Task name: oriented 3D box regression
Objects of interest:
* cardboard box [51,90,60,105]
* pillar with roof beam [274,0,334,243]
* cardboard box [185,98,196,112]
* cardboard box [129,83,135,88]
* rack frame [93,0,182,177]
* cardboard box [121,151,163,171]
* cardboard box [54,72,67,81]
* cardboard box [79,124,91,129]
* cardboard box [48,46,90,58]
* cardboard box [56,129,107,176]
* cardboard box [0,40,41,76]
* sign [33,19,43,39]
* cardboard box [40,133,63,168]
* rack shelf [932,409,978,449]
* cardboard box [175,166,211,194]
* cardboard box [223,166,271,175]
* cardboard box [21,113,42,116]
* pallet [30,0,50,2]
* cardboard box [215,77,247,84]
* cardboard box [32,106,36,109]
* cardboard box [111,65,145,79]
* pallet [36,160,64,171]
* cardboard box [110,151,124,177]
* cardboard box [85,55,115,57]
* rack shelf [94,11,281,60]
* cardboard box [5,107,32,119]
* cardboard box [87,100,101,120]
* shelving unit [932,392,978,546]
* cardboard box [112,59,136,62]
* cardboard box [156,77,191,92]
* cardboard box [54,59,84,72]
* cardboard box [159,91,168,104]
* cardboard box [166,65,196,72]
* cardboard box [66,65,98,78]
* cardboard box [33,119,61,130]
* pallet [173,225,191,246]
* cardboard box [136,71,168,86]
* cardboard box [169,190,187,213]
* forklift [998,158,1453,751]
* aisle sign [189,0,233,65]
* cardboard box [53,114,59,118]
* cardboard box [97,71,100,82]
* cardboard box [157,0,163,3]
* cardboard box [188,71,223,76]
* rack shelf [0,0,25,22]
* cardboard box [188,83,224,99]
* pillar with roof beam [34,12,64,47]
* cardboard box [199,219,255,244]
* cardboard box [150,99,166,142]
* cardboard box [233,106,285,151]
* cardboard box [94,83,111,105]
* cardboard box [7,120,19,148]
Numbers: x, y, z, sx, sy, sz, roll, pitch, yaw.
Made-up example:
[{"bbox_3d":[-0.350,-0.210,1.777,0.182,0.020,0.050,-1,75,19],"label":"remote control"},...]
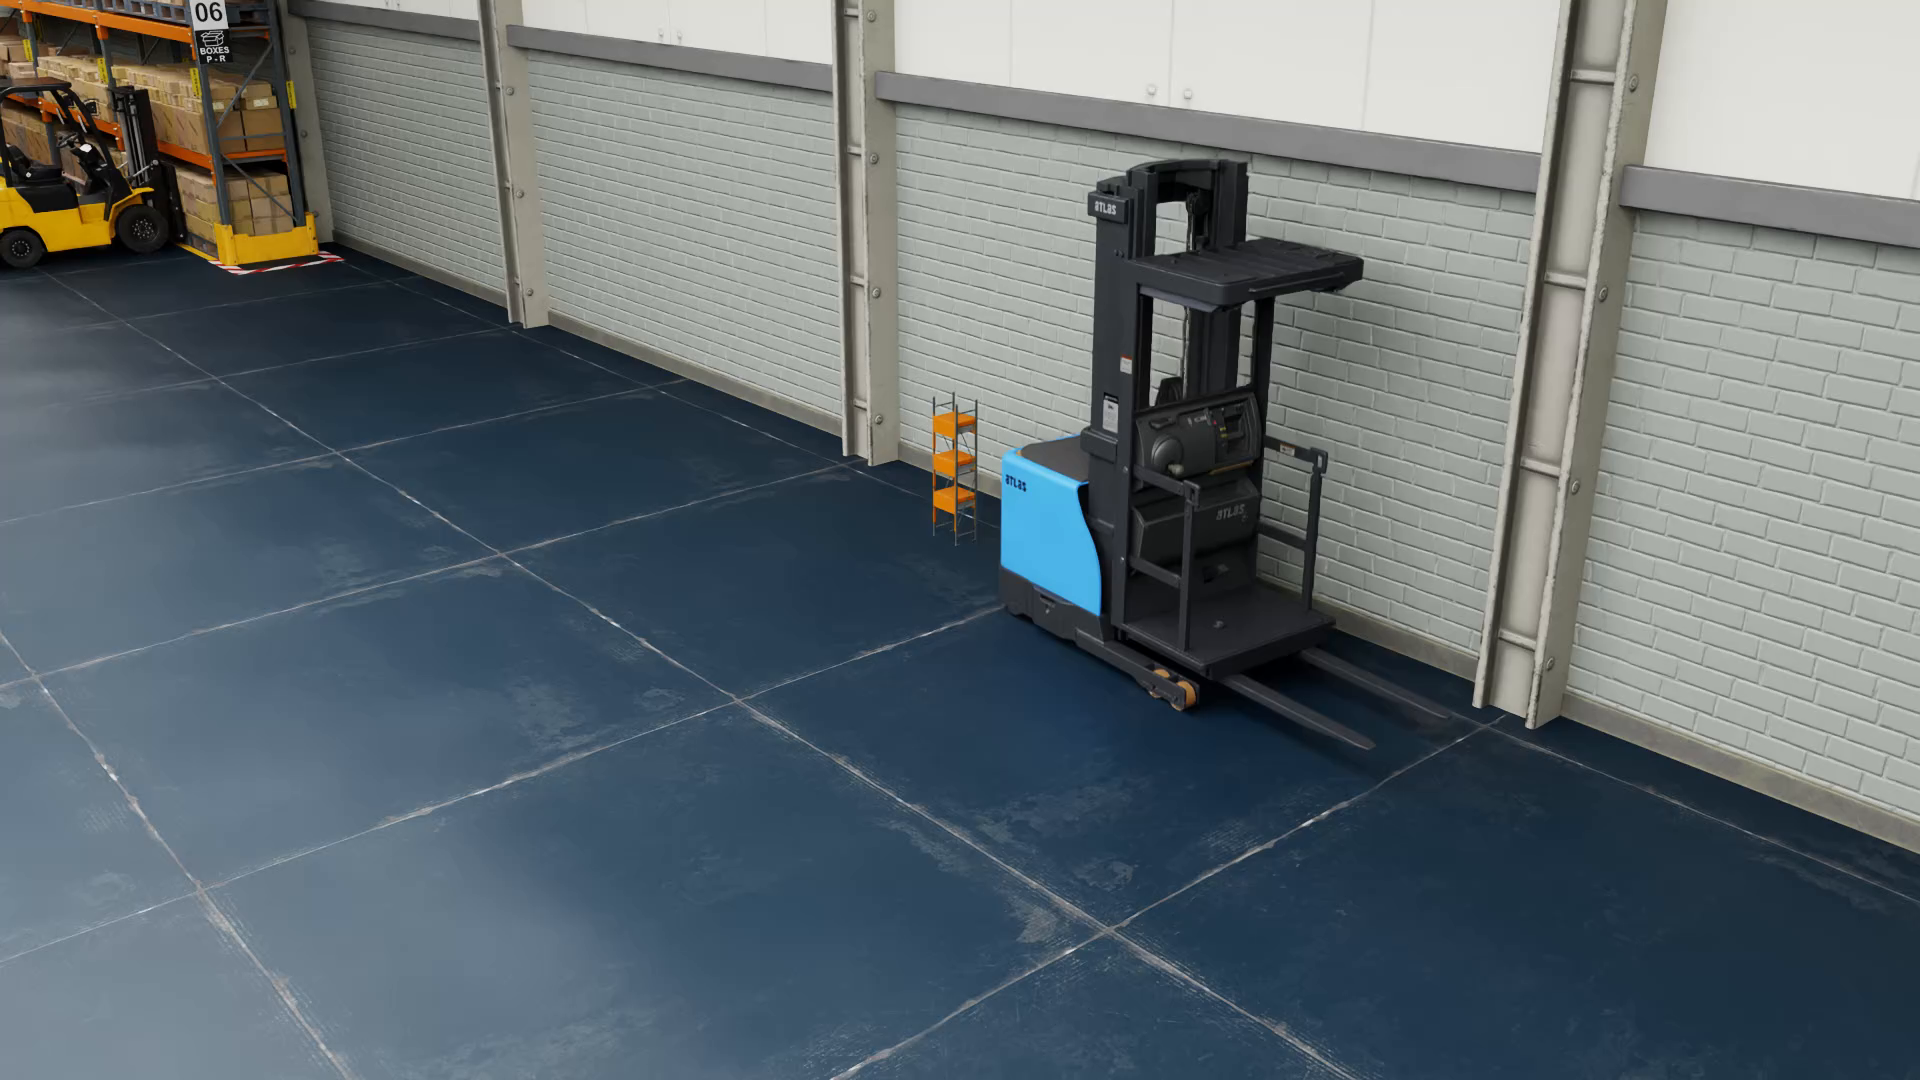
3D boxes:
[{"bbox_3d":[-13.584,-6.815,25.475,0.500,0.250,0.500,-18,28,-39],"label":"cardboard box"},{"bbox_3d":[-11.824,-7.171,17.952,9.100,9.000,0.400,-17,27,-37],"label":"pillar with roof beam"},{"bbox_3d":[-9.419,-5.436,20.724,0.380,0.149,0.250,-17,27,-37],"label":"cardboard box"},{"bbox_3d":[-10.927,-6.076,22.357,0.380,0.149,0.250,-17,27,-36],"label":"cardboard box"},{"bbox_3d":[-11.402,-6.100,23.446,1.000,3.000,0.127,-17,27,-37],"label":"rack frame"},{"bbox_3d":[-11.324,-5.273,23.156,0.500,0.250,0.500,-18,28,-38],"label":"cardboard box"},{"bbox_3d":[-13.255,-6.900,25.008,0.500,0.250,0.500,-18,28,-39],"label":"cardboard box"},{"bbox_3d":[-14.117,-6.757,27.086,0.380,0.149,0.250,-16,26,-35],"label":"cardboard box"},{"bbox_3d":[-14.231,-7.627,26.631,0.500,0.500,0.500,-16,26,-35],"label":"cardboard box"},{"bbox_3d":[-13.616,-6.120,26.176,0.875,0.625,0.625,-16,27,-36],"label":"cardboard box"},{"bbox_3d":[-15.627,-8.006,27.598,0.700,0.500,0.500,-18,27,-38],"label":"cardboard box"},{"bbox_3d":[-16.206,-8.983,29.218,0.100,0.325,0.005,-17,27,-37],"label":"sign"},{"bbox_3d":[-14.452,-6.303,26.814,0.500,0.500,0.500,-16,27,-36],"label":"cardboard box"},{"bbox_3d":[-0.035,-0.758,11.731,0.215,0.259,0.240,-17,27,-37],"label":"rack shelf"},{"bbox_3d":[-10.003,-4.706,21.708,0.500,0.250,0.500,-17,27,-37],"label":"cardboard box"},{"bbox_3d":[-9.290,-4.691,21.671,0.500,0.250,0.500,-17,27,-37],"label":"cardboard box"},{"bbox_3d":[-15.493,-7.068,27.879,0.380,0.149,0.250,-17,27,-37],"label":"cardboard box"},{"bbox_3d":[-13.502,-8.348,25.330,1.213,0.211,1.003,-16,26,-35],"label":"pallet"},{"bbox_3d":[-9.327,-5.848,21.366,0.380,0.149,0.250,-17,27,-37],"label":"cardboard box"},{"bbox_3d":[-15.989,-7.540,29.083,0.380,0.149,0.250,-17,27,-37],"label":"cardboard box"},{"bbox_3d":[-11.419,-6.429,22.850,0.380,0.149,0.250,-17,27,-36],"label":"cardboard box"},{"bbox_3d":[-14.472,-6.122,27.326,1.003,0.211,1.213,-17,27,-37],"label":"pallet"},{"bbox_3d":[-11.751,-5.331,24.163,0.875,0.625,0.625,-16,26,-35],"label":"cardboard box"},{"bbox_3d":[-13.392,-7.467,25.908,0.380,0.149,0.250,-17,27,-36],"label":"cardboard box"},{"bbox_3d":[-10.096,-6.609,21.619,1.077,0.370,4.000,-17,27,-37],"label":"rack shelf"},{"bbox_3d":[-16.176,-7.355,28.613,0.380,0.149,0.250,-19,28,-40],"label":"cardboard box"},{"bbox_3d":[-12.262,-6.245,24.021,0.500,0.250,0.500,-18,27,-38],"label":"cardboard box"},{"bbox_3d":[-0.035,-0.504,11.830,0.215,1.050,0.252,-17,27,-37],"label":"shelving unit"},{"bbox_3d":[-12.718,-7.189,25.200,0.380,0.149,0.250,-18,28,-38],"label":"cardboard box"},{"bbox_3d":[-10.093,-5.860,21.397,0.380,0.149,0.250,-17,27,-36],"label":"cardboard box"},{"bbox_3d":[-13.485,-7.188,25.197,0.380,0.149,0.250,-17,27,-37],"label":"cardboard box"},{"bbox_3d":[-10.085,-5.721,21.452,0.380,0.149,0.250,-17,27,-37],"label":"cardboard box"},{"bbox_3d":[-10.649,-6.422,22.833,0.380,0.149,0.250,-18,28,-38],"label":"cardboard box"},{"bbox_3d":[-12.881,-6.891,24.438,0.380,0.149,0.250,-18,28,-39],"label":"cardboard box"},{"bbox_3d":[-14.867,-6.766,27.109,0.380,0.149,0.250,-19,28,-39],"label":"cardboard box"},{"bbox_3d":[-10.114,-4.235,22.507,1.003,0.211,1.213,-17,27,-37],"label":"pallet"},{"bbox_3d":[-10.726,-6.149,22.135,0.380,0.149,0.250,-18,28,-38],"label":"cardboard box"},{"bbox_3d":[-10.018,-4.482,21.823,0.500,0.250,0.500,-18,28,-39],"label":"cardboard box"},{"bbox_3d":[1.511,-0.592,9.476,1.130,2.935,3.031,-15,26,-33],"label":"forklift"},{"bbox_3d":[-8.971,-6.117,19.925,0.394,0.787,0.004,-17,27,-37],"label":"aisle sign"},{"bbox_3d":[-15.002,-7.102,27.965,0.380,0.149,0.250,-17,27,-37],"label":"cardboard box"},{"bbox_3d":[-12.095,-6.637,23.791,0.380,0.149,0.250,-17,27,-37],"label":"cardboard box"},{"bbox_3d":[-9.727,-6.798,20.586,0.396,0.266,0.258,-17,27,-37],"label":"cardboard box"},{"bbox_3d":[-10.012,-6.132,22.093,0.380,0.149,0.250,-16,27,-36],"label":"cardboard box"},{"bbox_3d":[-15.318,-8.820,27.262,1.077,0.370,4.000,-17,27,-37],"label":"rack shelf"},{"bbox_3d":[-9.369,-5.592,20.713,0.380,0.149,0.250,-17,27,-37],"label":"cardboard box"},{"bbox_3d":[-19.657,-10.486,26.417,9.100,9.000,0.400,-17,27,-37],"label":"pillar with roof beam"},{"bbox_3d":[-9.337,-3.965,21.188,0.500,0.250,0.500,-17,27,-37],"label":"cardboard box"},{"bbox_3d":[-10.314,-5.538,21.874,0.500,0.500,0.500,-17,27,-37],"label":"cardboard box"},{"bbox_3d":[-8.904,-5.245,21.124,0.500,0.500,0.500,-16,27,-36],"label":"cardboard box"},{"bbox_3d":[-11.916,-6.338,23.573,0.500,0.250,0.500,-18,28,-39],"label":"cardboard box"},{"bbox_3d":[-15.801,-6.871,28.266,0.500,0.500,0.500,-18,28,-39],"label":"cardboard box"}]
